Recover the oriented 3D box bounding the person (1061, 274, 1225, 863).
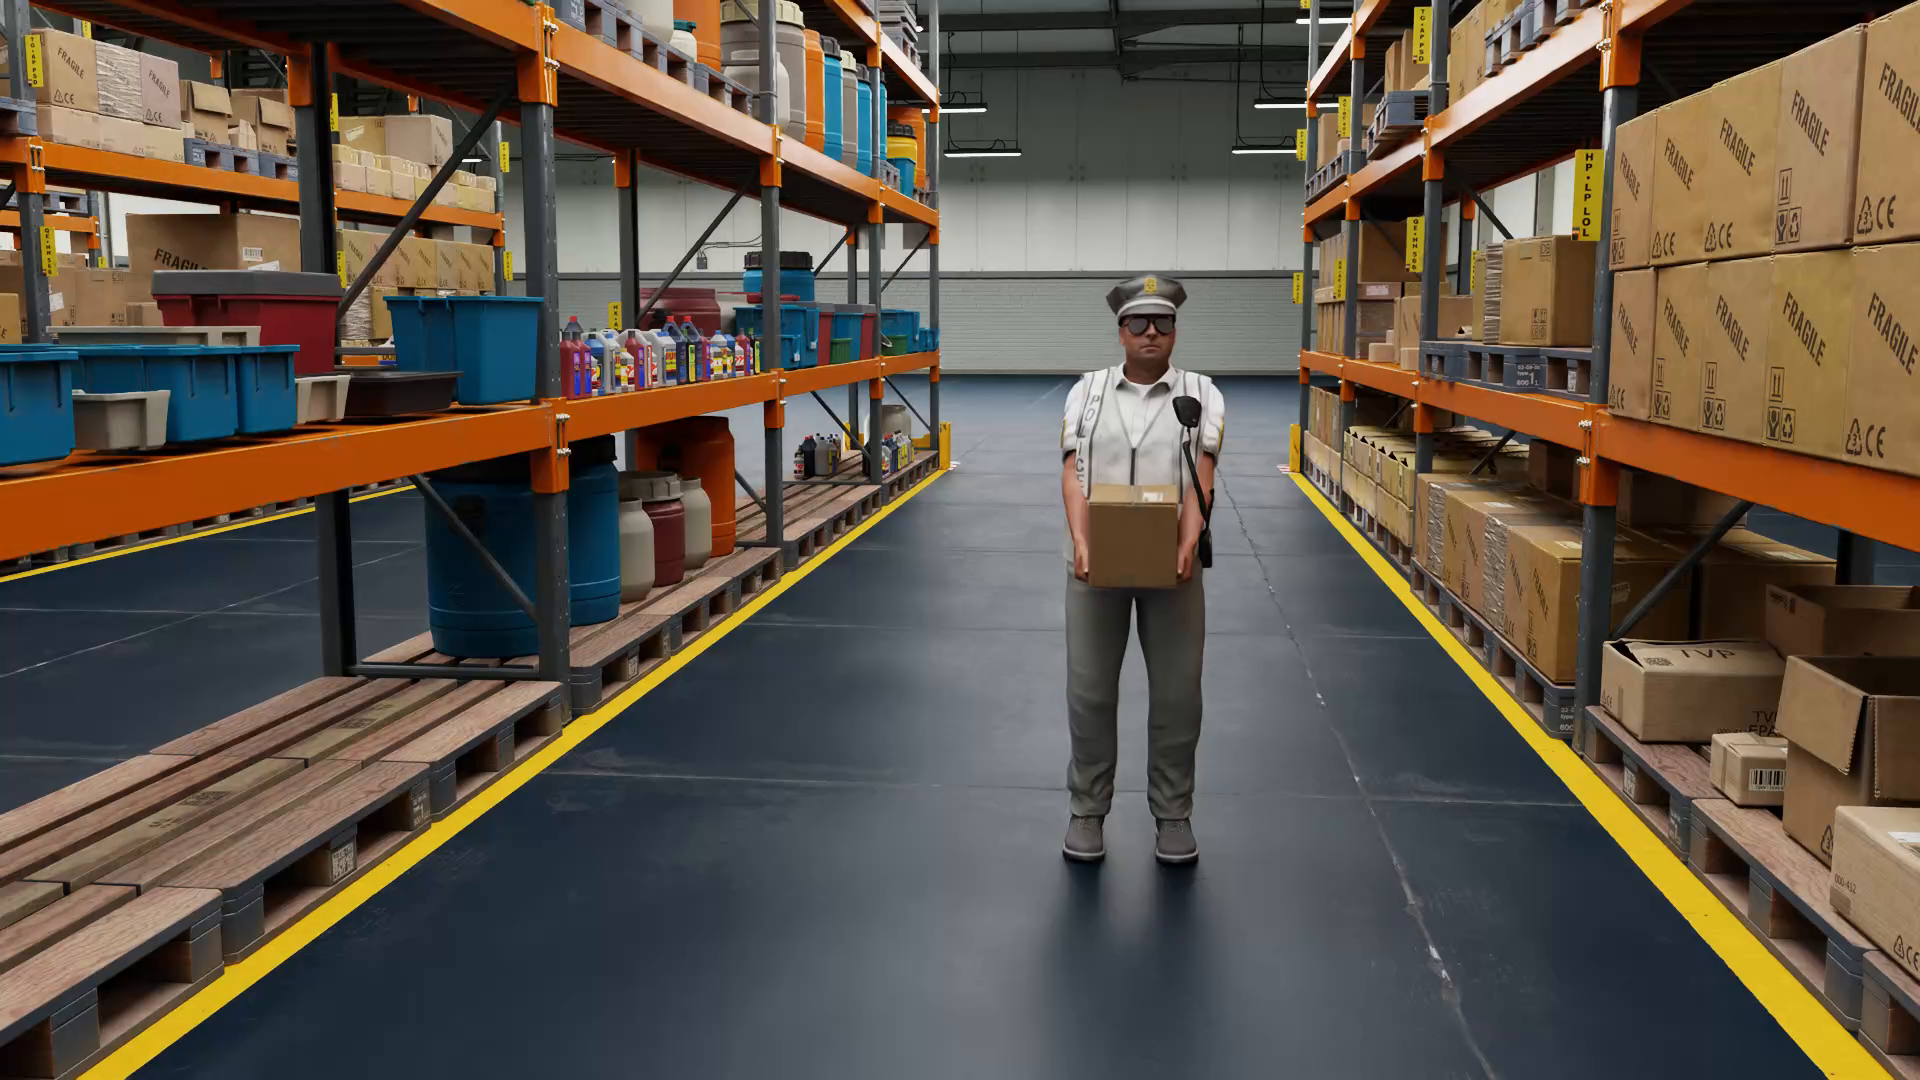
[{"bbox_3d":[0.544,0.090,5.015,0.494,1.766,0.565,1,8,7],"label":"person"}]
